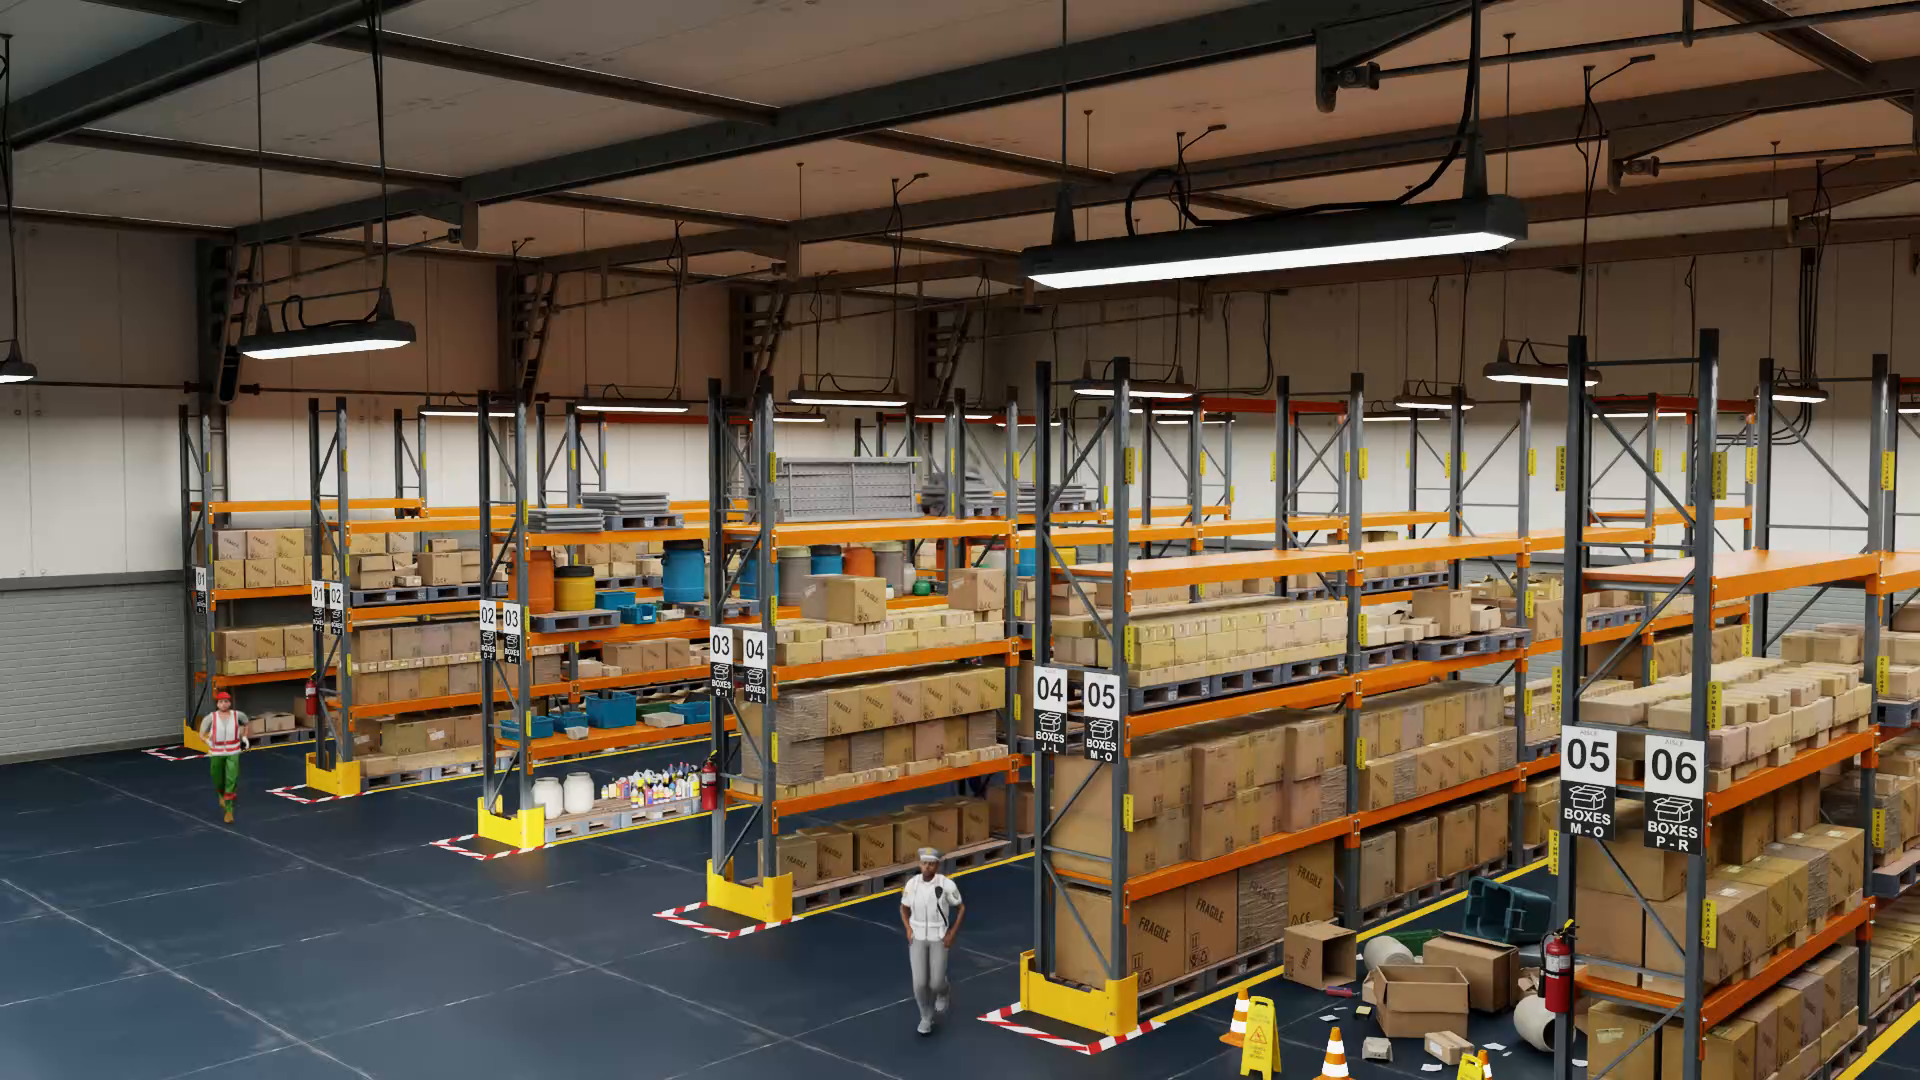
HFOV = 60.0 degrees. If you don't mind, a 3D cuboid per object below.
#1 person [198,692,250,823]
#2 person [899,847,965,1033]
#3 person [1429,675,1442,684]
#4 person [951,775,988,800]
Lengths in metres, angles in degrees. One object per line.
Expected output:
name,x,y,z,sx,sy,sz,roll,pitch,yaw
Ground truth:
person,-10.359,3.022,23.433,0.670,1.781,0.998,-1,3,-23
person,-0.256,3.546,14.898,0.591,1.643,0.573,1,3,10
person,7.617,2.945,26.668,0.543,1.598,0.889,3,4,41
person,0.115,3.110,23.307,0.607,1.611,0.866,3,4,41
